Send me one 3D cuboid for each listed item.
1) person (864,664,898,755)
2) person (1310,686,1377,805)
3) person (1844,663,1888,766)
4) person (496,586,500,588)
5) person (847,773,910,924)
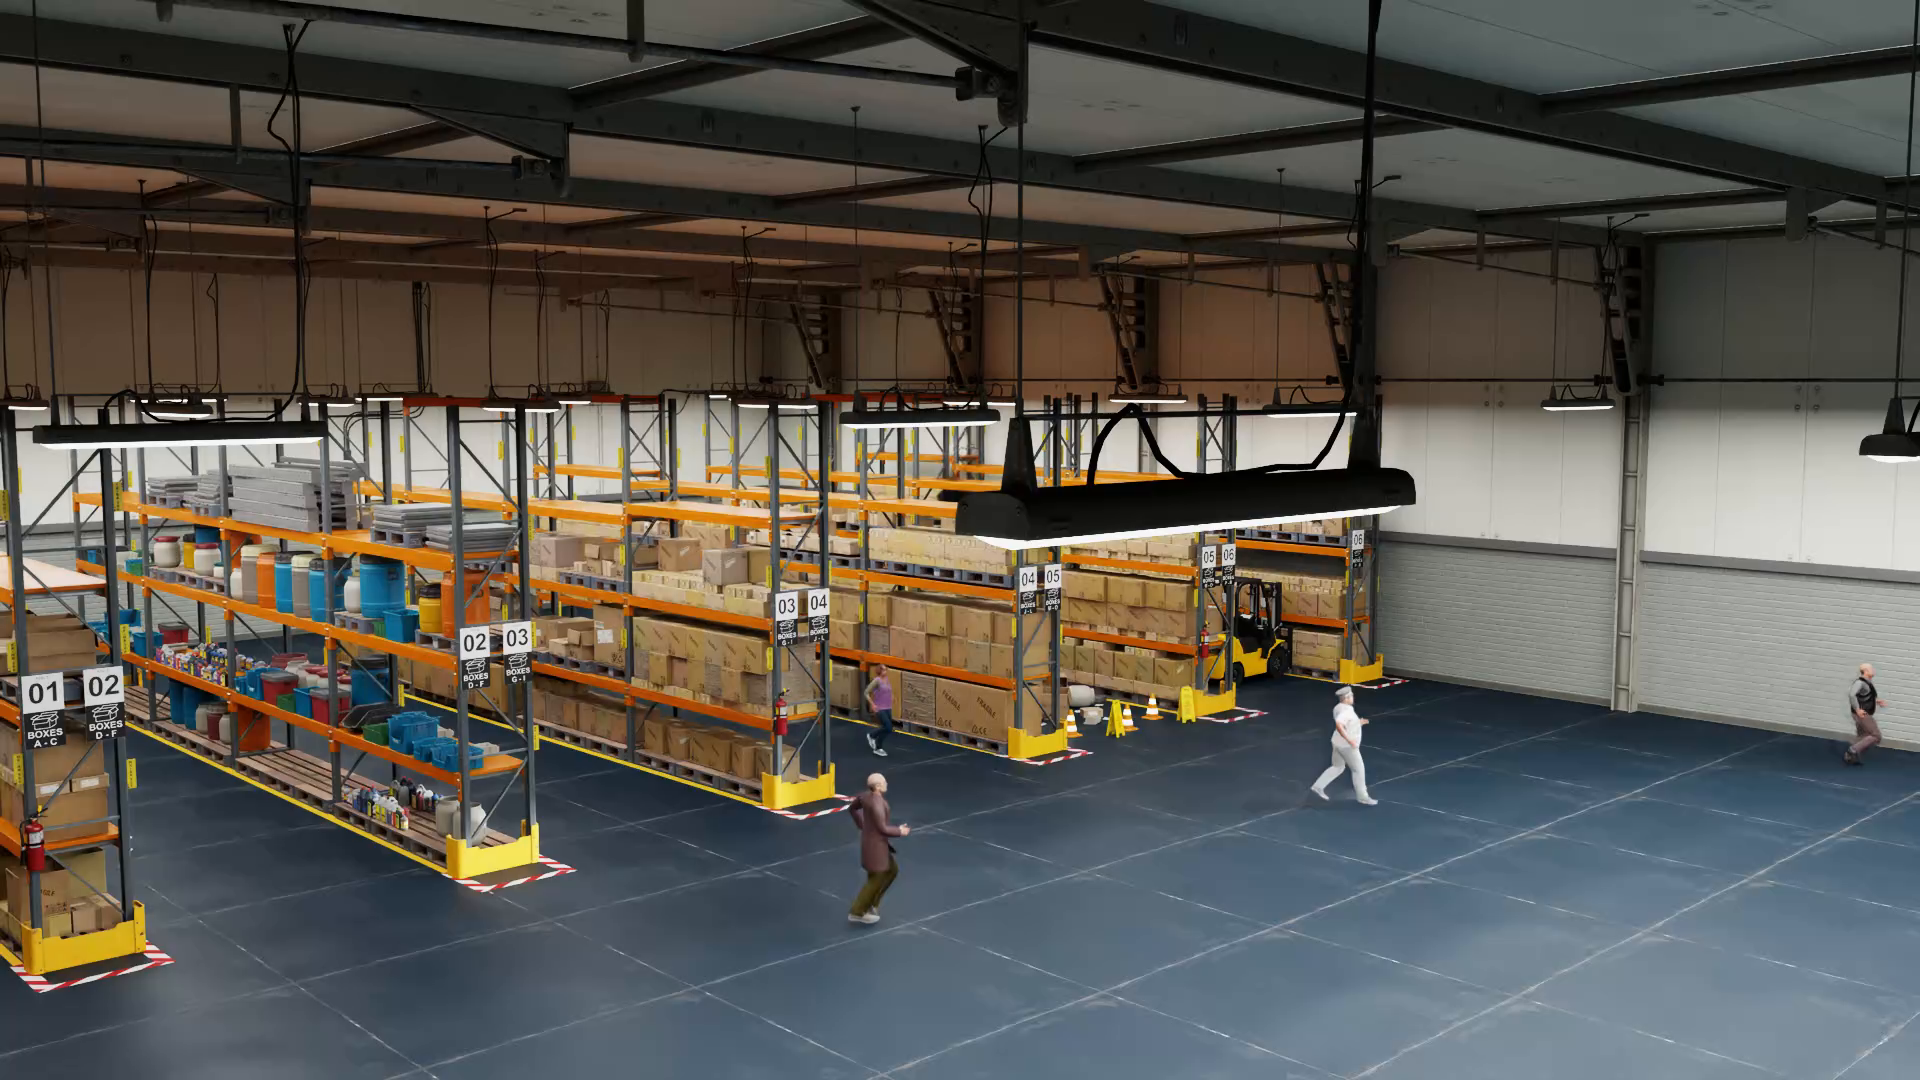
[{"bbox_3d":[-1.293,2.858,27.989,0.535,1.560,0.536,4,7,36],"label":"person"},{"bbox_3d":[5.718,3.041,24.649,0.988,1.771,0.650,-1,6,-10],"label":"person"},{"bbox_3d":[14.840,2.855,27.217,0.601,1.688,0.667,3,6,28],"label":"person"},{"bbox_3d":[-10.705,1.850,38.307,0.653,1.579,0.537,-2,6,-24],"label":"person"},{"bbox_3d":[-0.957,3.594,19.377,0.744,1.798,0.732,-1,6,-14],"label":"person"}]
